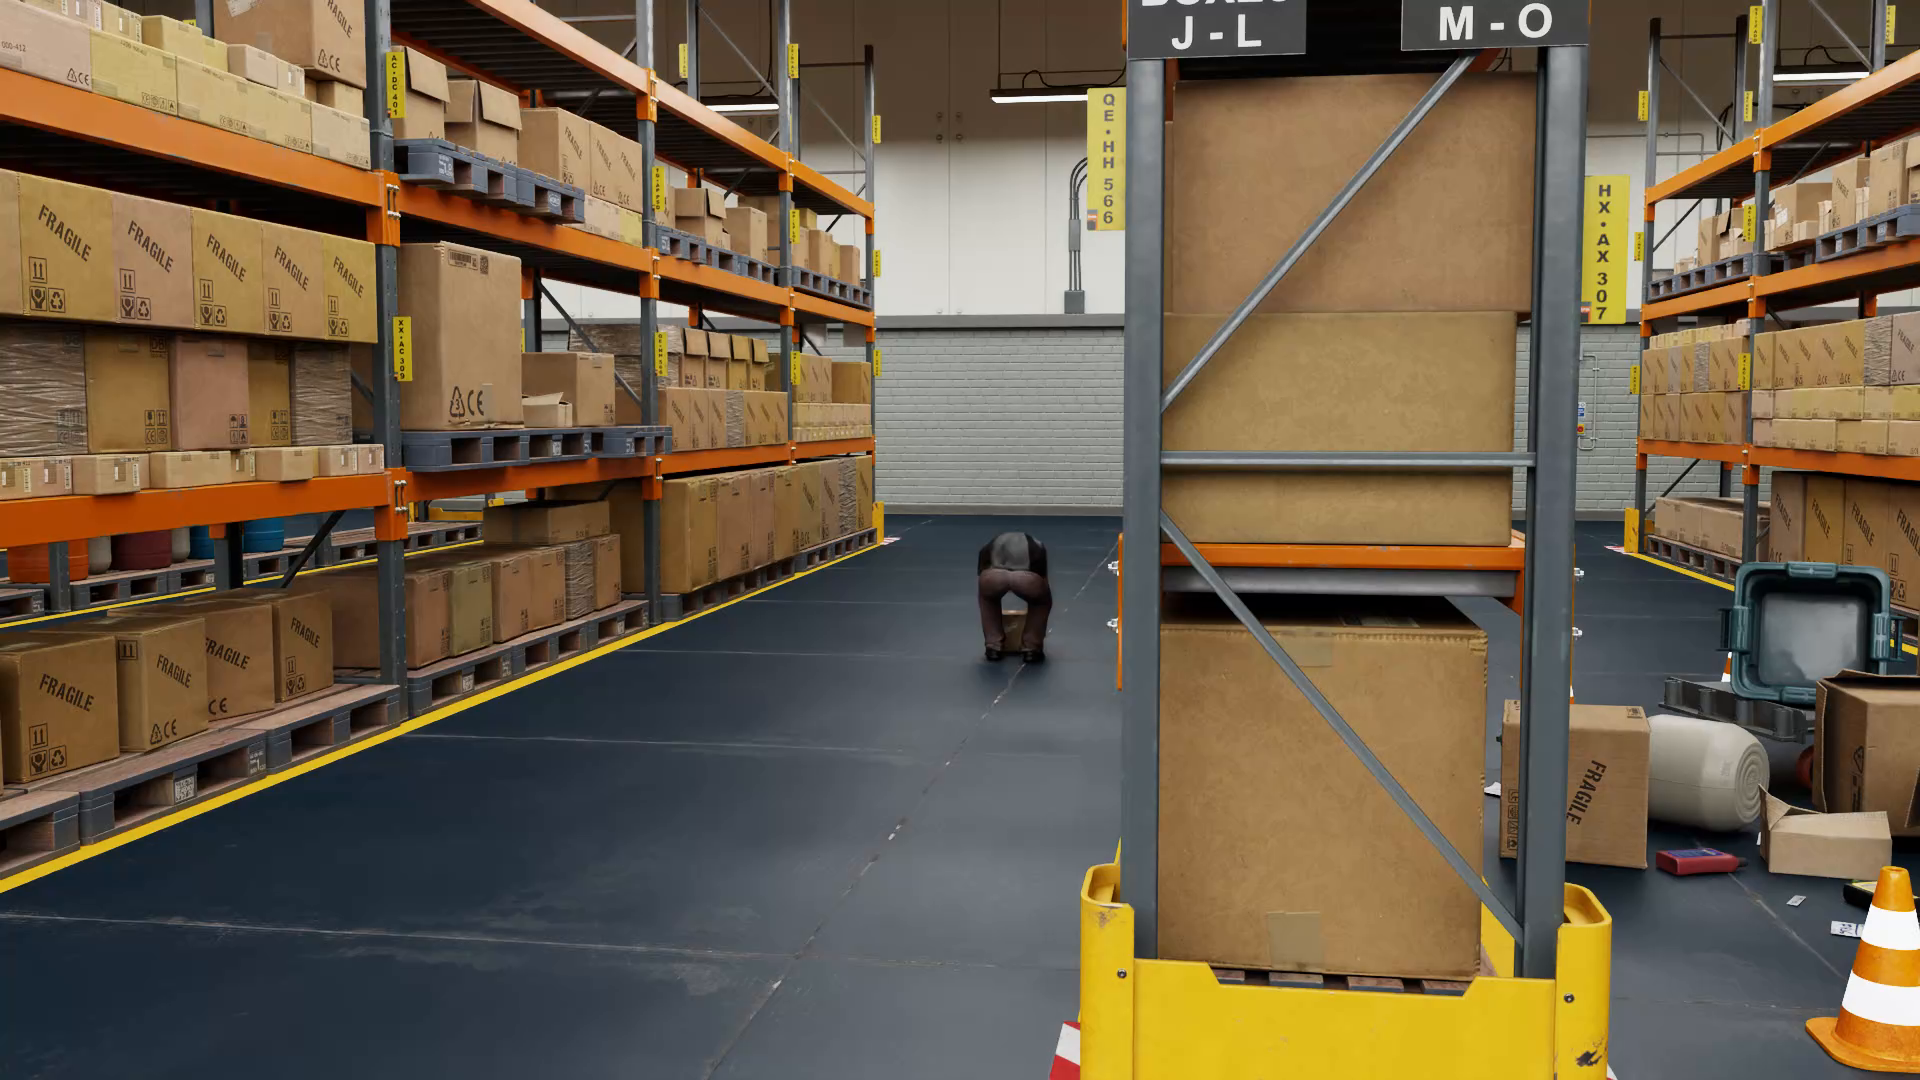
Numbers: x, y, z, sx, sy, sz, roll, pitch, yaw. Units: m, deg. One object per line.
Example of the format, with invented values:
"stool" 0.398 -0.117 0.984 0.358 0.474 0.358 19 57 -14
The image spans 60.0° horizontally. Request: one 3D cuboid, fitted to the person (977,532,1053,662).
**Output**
"person" 0.360 0.363 10.991 0.500 0.849 0.952 1 4 7
